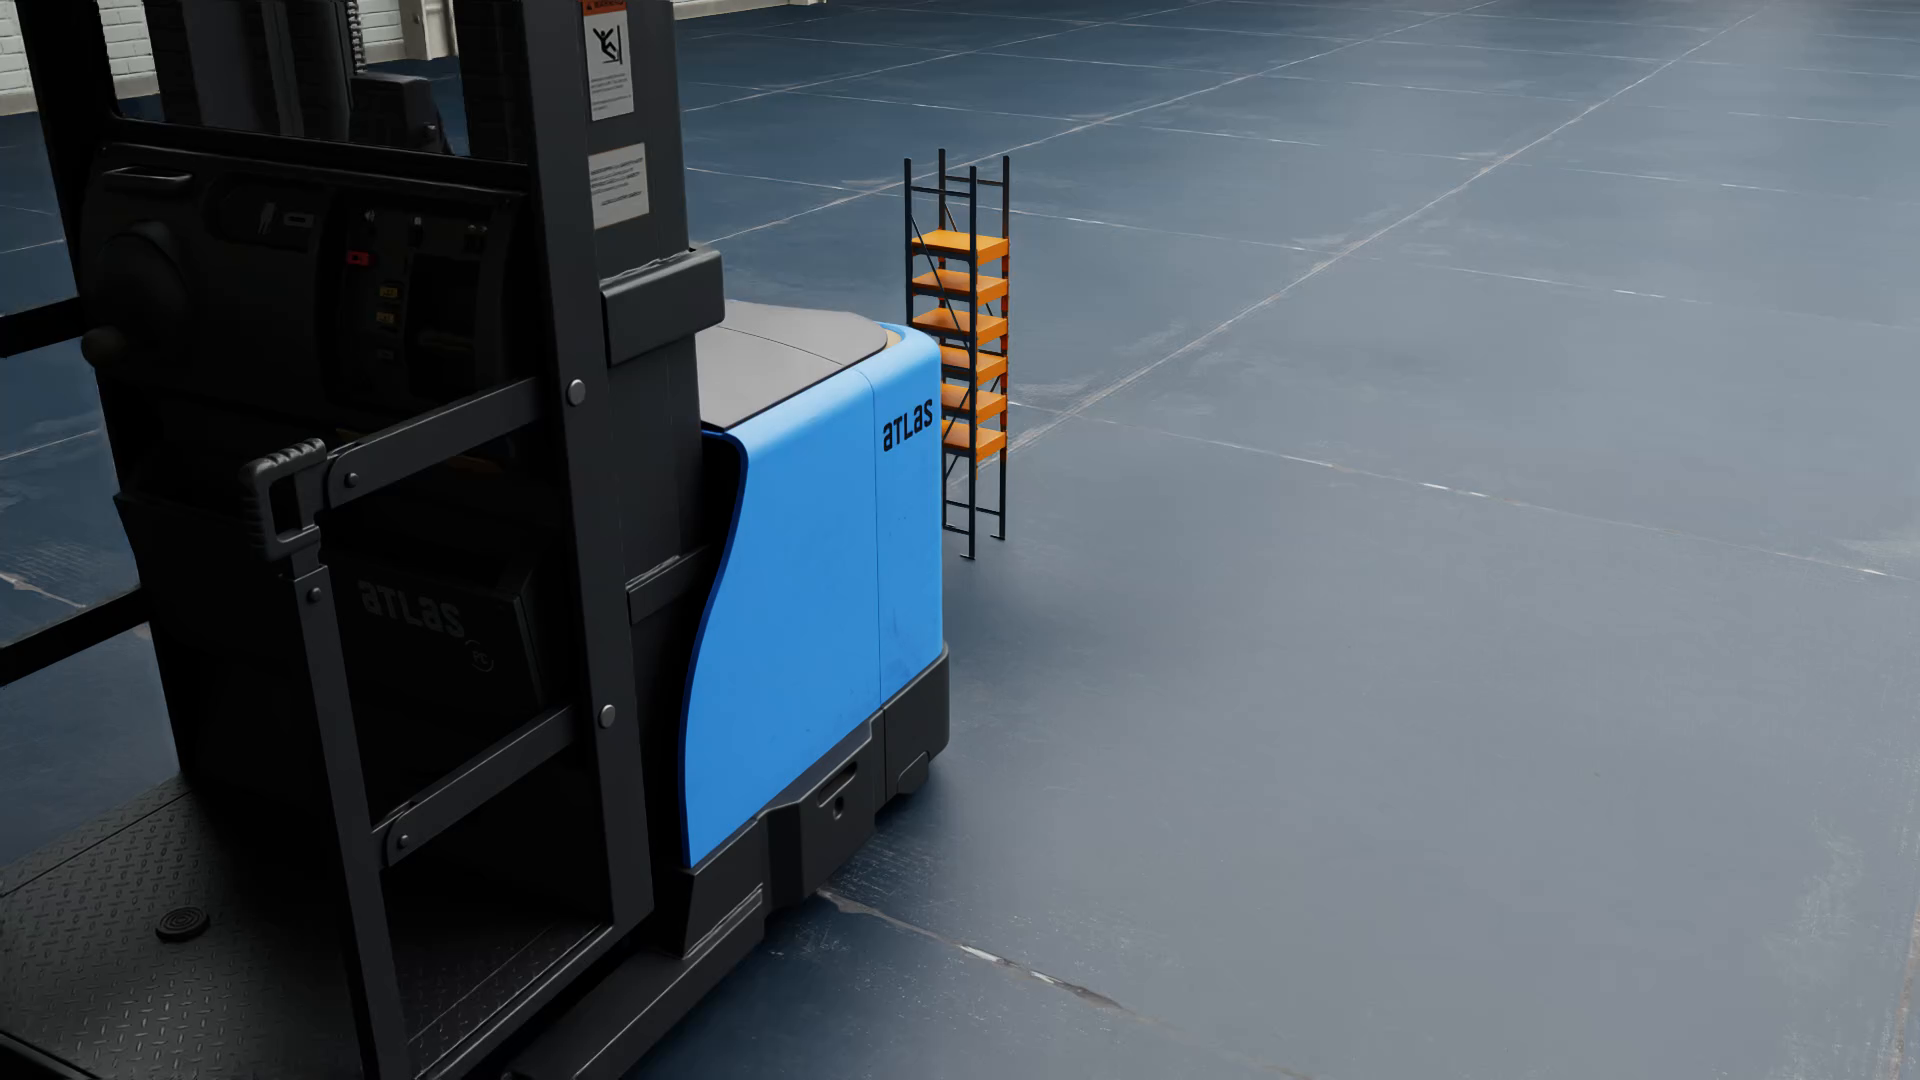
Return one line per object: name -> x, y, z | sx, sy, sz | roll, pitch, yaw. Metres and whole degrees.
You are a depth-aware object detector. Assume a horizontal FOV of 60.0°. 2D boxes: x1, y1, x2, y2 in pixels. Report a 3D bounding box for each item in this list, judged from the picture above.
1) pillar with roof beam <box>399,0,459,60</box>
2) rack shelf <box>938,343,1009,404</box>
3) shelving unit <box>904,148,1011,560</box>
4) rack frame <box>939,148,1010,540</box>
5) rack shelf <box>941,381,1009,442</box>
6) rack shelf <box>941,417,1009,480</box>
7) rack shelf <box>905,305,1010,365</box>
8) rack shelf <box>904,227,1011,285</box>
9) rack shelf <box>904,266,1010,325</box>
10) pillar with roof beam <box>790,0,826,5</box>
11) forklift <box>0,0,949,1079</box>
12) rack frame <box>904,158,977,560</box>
pillar with roof beam -> -1.405, -7.867, 12.095 | 9.100, 9.000, 0.400 | 14, 27, 29
rack shelf -> -0.008, -0.505, 5.018 | 0.258, 0.103, 0.180 | 14, 27, 29
shelving unit -> -0.008, -0.546, 5.000 | 0.258, 1.200, 0.189 | 14, 27, 29
rack frame -> 0.041, -0.577, 5.072 | 0.240, 1.200, 0.006 | 14, 27, 29
rack shelf -> -0.008, -0.395, 5.066 | 0.258, 0.103, 0.180 | 14, 27, 29
rack shelf -> -0.008, -0.285, 5.113 | 0.258, 0.103, 0.180 | 14, 27, 29
rack shelf -> -0.008, -0.615, 4.970 | 0.258, 0.103, 0.180 | 14, 27, 29
rack shelf -> -0.008, -0.835, 4.875 | 0.258, 0.103, 0.180 | 14, 27, 29
rack shelf -> -0.008, -0.725, 4.923 | 0.258, 0.103, 0.180 | 14, 27, 29
pillar with roof beam -> 1.760, -9.892, 16.773 | 9.100, 9.000, 0.400 | 14, 27, 29
forklift -> -1.160, -0.389, 2.459 | 1.130, 2.935, 3.031 | 12, 26, 25
rack frame -> -0.056, -0.515, 4.929 | 0.240, 1.200, 0.006 | 14, 27, 29
